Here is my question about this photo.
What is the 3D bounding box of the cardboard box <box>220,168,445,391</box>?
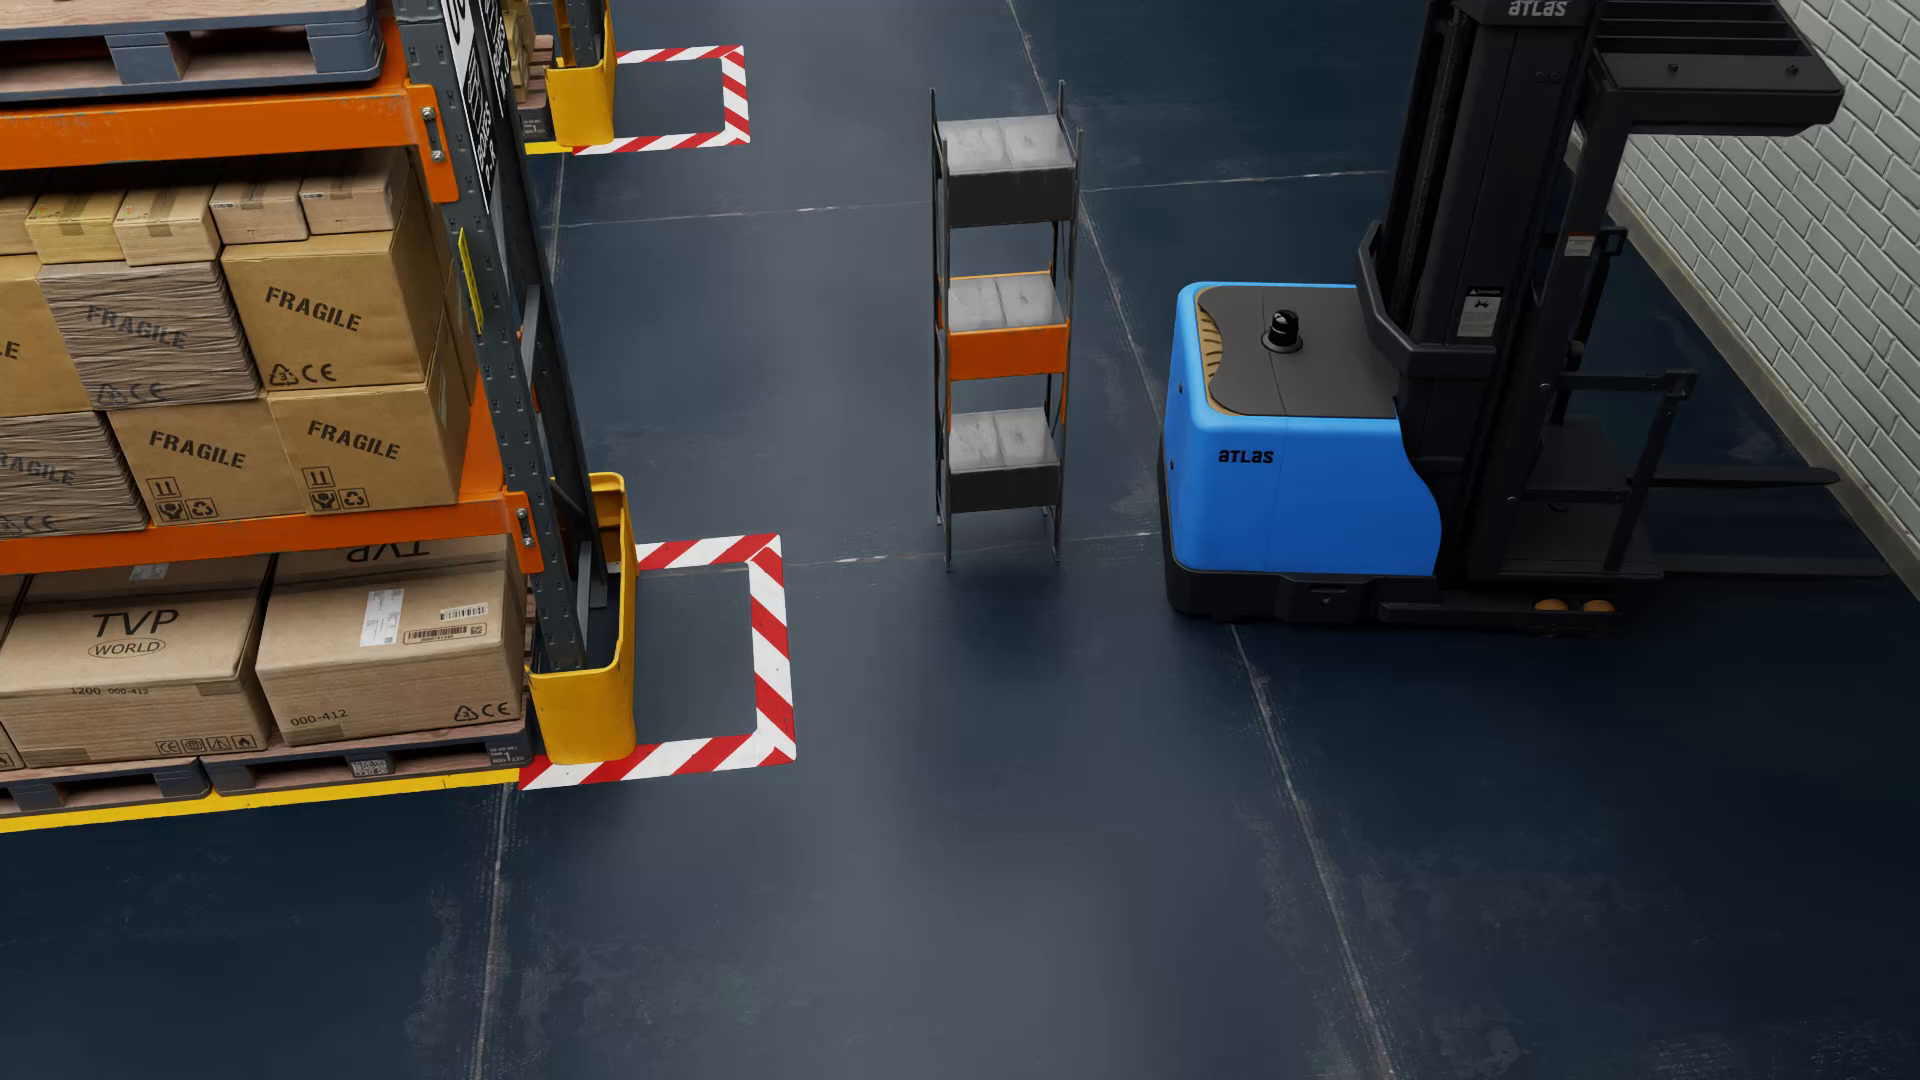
[{"bbox_3d":[-1.989,-0.838,5.334,0.500,0.500,0.500,-4,42,-4],"label":"cardboard box"}]

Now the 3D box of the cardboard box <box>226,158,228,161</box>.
[{"bbox_3d":[-2.566,-1.136,5.664,0.500,0.500,0.500,-6,42,-7],"label":"cardboard box"}]

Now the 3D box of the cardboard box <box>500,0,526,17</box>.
[{"bbox_3d":[-2.847,-3.407,10.373,0.250,0.149,0.380,-7,42,-7],"label":"cardboard box"}]

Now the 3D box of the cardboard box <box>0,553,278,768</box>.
[{"bbox_3d":[-3.090,0.375,6.410,0.875,0.438,0.875,-4,42,-4],"label":"cardboard box"}]

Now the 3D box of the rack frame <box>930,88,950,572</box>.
[{"bbox_3d":[-0.078,-0.773,6.754,0.015,2.100,0.400,-5,42,-6],"label":"rack frame"}]

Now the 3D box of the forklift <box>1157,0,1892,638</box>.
[{"bbox_3d":[2.413,-1.041,6.430,3.031,2.935,1.130,1,42,2],"label":"forklift"}]

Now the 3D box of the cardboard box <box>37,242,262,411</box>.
[{"bbox_3d":[-2.503,-0.773,5.262,0.500,0.500,0.500,-5,42,-5],"label":"cardboard box"}]

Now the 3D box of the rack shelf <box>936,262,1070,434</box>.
[{"bbox_3d":[0.164,-0.784,6.787,0.480,0.518,0.431,-5,42,-6],"label":"rack shelf"}]

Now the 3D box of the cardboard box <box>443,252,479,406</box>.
[{"bbox_3d":[-2.055,-0.816,6.055,0.500,0.500,0.500,-5,42,-6],"label":"cardboard box"}]

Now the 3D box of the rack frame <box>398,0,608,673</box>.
[{"bbox_3d":[-1.542,-0.630,5.924,0.127,3.000,1.000,-5,42,-6],"label":"rack frame"}]

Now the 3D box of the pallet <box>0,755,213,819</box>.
[{"bbox_3d":[-3.532,0.631,6.608,1.213,0.211,1.003,-5,42,-6],"label":"pallet"}]

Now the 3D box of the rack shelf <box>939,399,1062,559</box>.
[{"bbox_3d":[0.164,-0.264,7.256,0.480,0.518,0.431,-5,42,-6],"label":"rack shelf"}]

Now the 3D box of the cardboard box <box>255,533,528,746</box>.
[{"bbox_3d":[-2.183,0.289,6.504,0.875,0.438,0.875,-6,42,-7],"label":"cardboard box"}]

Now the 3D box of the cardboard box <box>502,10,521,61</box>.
[{"bbox_3d":[-2.776,-3.012,9.936,0.250,0.149,0.380,-5,42,-5],"label":"cardboard box"}]

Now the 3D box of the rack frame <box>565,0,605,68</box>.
[{"bbox_3d":[-2.284,-3.908,9.559,0.127,3.000,1.000,-5,42,-6],"label":"rack frame"}]

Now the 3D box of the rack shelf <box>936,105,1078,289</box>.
[{"bbox_3d":[0.164,-1.304,6.318,0.480,0.518,0.431,-5,42,-6],"label":"rack shelf"}]

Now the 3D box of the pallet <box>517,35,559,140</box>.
[{"bbox_3d":[-3.169,-2.819,10.433,1.213,0.211,1.003,-5,42,-6],"label":"pallet"}]

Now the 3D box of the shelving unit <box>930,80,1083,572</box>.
[{"bbox_3d":[0.164,-0.794,6.778,0.503,2.100,0.431,-5,42,-6],"label":"shelving unit"}]

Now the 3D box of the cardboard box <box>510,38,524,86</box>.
[{"bbox_3d":[-2.770,-2.881,10.012,0.250,0.149,0.380,-6,42,-7],"label":"cardboard box"}]

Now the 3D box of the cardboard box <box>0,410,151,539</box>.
[{"bbox_3d":[-2.994,-0.364,5.555,0.500,0.500,0.500,-4,42,-4],"label":"cardboard box"}]

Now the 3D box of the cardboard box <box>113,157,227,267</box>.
[{"bbox_3d":[-2.365,-0.999,5.027,0.250,0.149,0.380,-5,42,-6],"label":"cardboard box"}]

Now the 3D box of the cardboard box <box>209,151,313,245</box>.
[{"bbox_3d":[-2.120,-1.077,5.114,0.250,0.149,0.380,-4,42,-5],"label":"cardboard box"}]

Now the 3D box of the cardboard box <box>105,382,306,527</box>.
[{"bbox_3d":[-2.485,-0.416,5.612,0.500,0.500,0.500,-6,42,-6],"label":"cardboard box"}]

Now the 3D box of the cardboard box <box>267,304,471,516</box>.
[{"bbox_3d":[-1.986,-0.449,5.649,0.500,0.500,0.500,-5,42,-5],"label":"cardboard box"}]

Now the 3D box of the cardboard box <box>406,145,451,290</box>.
[{"bbox_3d":[-2.055,-1.186,5.719,0.500,0.500,0.500,-6,42,-6],"label":"cardboard box"}]

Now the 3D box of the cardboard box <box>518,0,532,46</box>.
[{"bbox_3d":[-2.837,-3.241,10.412,0.250,0.149,0.380,-3,42,-4],"label":"cardboard box"}]

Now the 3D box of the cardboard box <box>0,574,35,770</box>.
[{"bbox_3d":[-3.984,0.452,6.324,0.875,0.438,0.875,-6,42,-7],"label":"cardboard box"}]

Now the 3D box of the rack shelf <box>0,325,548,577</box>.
[{"bbox_3d":[-3.525,-0.189,5.972,4.000,0.370,1.077,-5,42,-6],"label":"rack shelf"}]

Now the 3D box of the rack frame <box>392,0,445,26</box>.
[{"bbox_3d":[-1.542,-2.857,3.914,0.127,3.000,1.000,-5,42,-6],"label":"rack frame"}]

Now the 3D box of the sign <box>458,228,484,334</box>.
[{"bbox_3d":[-1.485,-0.786,5.056,0.005,0.325,0.100,-5,42,-6],"label":"sign"}]

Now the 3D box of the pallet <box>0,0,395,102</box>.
[{"bbox_3d":[-2.276,-1.639,4.870,1.213,0.211,1.003,-5,42,-6],"label":"pallet"}]

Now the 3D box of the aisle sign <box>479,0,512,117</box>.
[{"bbox_3d":[-1.508,-1.794,5.273,0.004,0.787,0.394,-5,42,-6],"label":"aisle sign"}]

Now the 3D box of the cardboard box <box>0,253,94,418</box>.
[{"bbox_3d":[-2.994,-0.732,5.216,0.500,0.500,0.500,-5,42,-6],"label":"cardboard box"}]

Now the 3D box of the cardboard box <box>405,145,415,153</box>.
[{"bbox_3d":[-1.930,-1.432,5.508,0.250,0.149,0.380,-4,42,-5],"label":"cardboard box"}]

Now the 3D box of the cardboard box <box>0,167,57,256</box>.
[{"bbox_3d":[-2.889,-1.028,5.060,0.250,0.149,0.380,-5,42,-6],"label":"cardboard box"}]

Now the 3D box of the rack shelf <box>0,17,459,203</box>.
[{"bbox_3d":[-3.525,-1.303,4.967,4.000,0.370,1.077,-5,42,-6],"label":"rack shelf"}]

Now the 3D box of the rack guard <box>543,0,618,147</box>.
[{"bbox_3d":[-2.359,-2.974,10.389,0.348,0.500,1.175,-5,42,-6],"label":"rack guard"}]

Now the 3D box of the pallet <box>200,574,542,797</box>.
[{"bbox_3d":[-2.325,0.527,6.723,1.213,0.211,1.003,-5,42,-6],"label":"pallet"}]

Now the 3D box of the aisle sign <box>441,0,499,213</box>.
[{"bbox_3d":[-1.430,-1.395,4.832,0.004,0.787,0.394,-5,42,-6],"label":"aisle sign"}]

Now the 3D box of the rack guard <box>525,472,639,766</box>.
[{"bbox_3d":[-1.518,0.296,6.763,0.348,0.500,1.175,-5,42,-6],"label":"rack guard"}]

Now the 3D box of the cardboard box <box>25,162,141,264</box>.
[{"bbox_3d":[-2.621,-1.004,5.033,0.250,0.149,0.380,-4,42,-5],"label":"cardboard box"}]

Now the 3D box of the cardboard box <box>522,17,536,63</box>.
[{"bbox_3d":[-2.845,-3.173,10.558,0.250,0.149,0.380,-4,42,-5],"label":"cardboard box"}]

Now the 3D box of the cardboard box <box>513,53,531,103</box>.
[{"bbox_3d":[-2.779,-2.822,10.169,0.250,0.149,0.380,-4,42,-5],"label":"cardboard box"}]

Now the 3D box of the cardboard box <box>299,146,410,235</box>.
[{"bbox_3d":[-1.872,-1.115,5.156,0.250,0.149,0.380,-4,42,-5],"label":"cardboard box"}]

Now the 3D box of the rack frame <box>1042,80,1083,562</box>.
[{"bbox_3d":[0.406,-0.815,6.801,0.015,2.100,0.400,-5,42,-6],"label":"rack frame"}]
